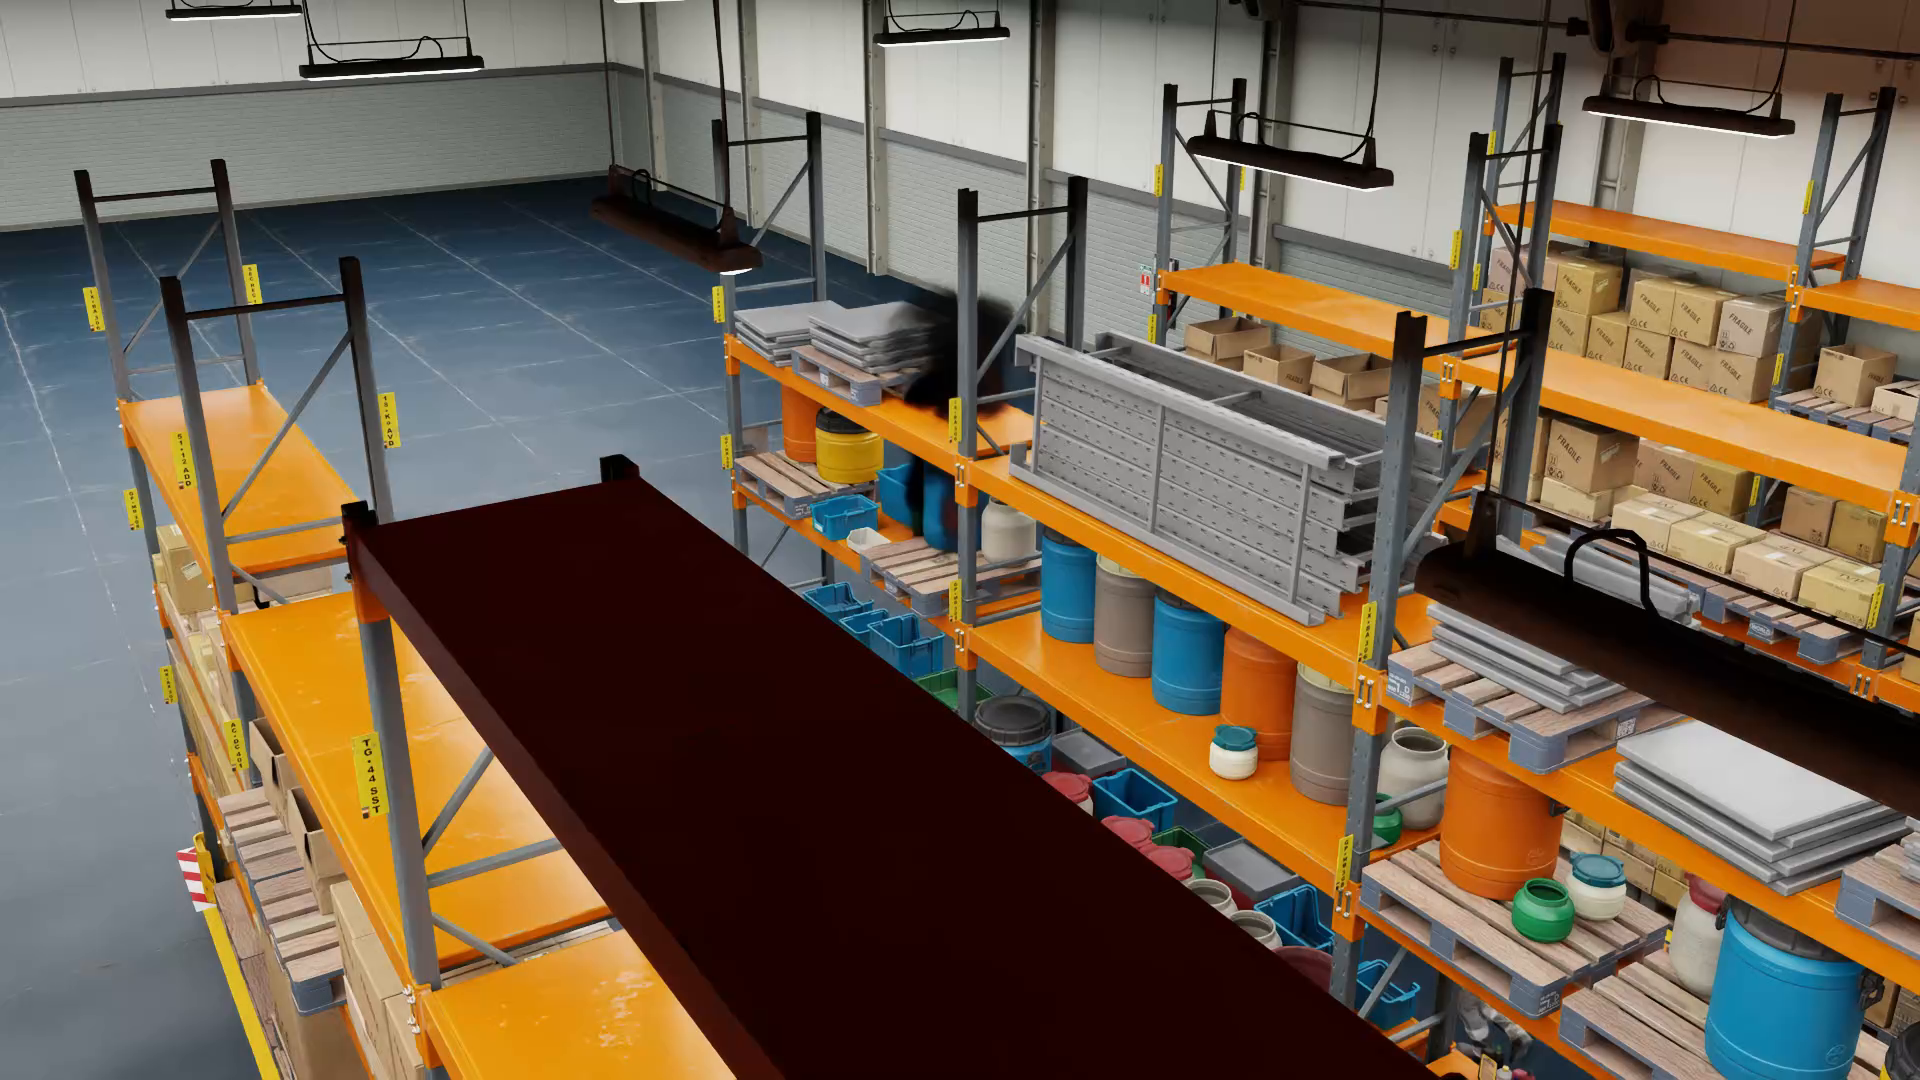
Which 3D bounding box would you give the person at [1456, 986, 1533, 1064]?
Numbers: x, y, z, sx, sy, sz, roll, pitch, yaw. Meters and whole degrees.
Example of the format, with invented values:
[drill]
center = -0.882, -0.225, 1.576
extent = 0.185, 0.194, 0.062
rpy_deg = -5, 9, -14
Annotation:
[person]
center = 3.734, 2.988, 11.656
extent = 0.701, 1.715, 0.663
rpy_deg = 19, 28, 39
